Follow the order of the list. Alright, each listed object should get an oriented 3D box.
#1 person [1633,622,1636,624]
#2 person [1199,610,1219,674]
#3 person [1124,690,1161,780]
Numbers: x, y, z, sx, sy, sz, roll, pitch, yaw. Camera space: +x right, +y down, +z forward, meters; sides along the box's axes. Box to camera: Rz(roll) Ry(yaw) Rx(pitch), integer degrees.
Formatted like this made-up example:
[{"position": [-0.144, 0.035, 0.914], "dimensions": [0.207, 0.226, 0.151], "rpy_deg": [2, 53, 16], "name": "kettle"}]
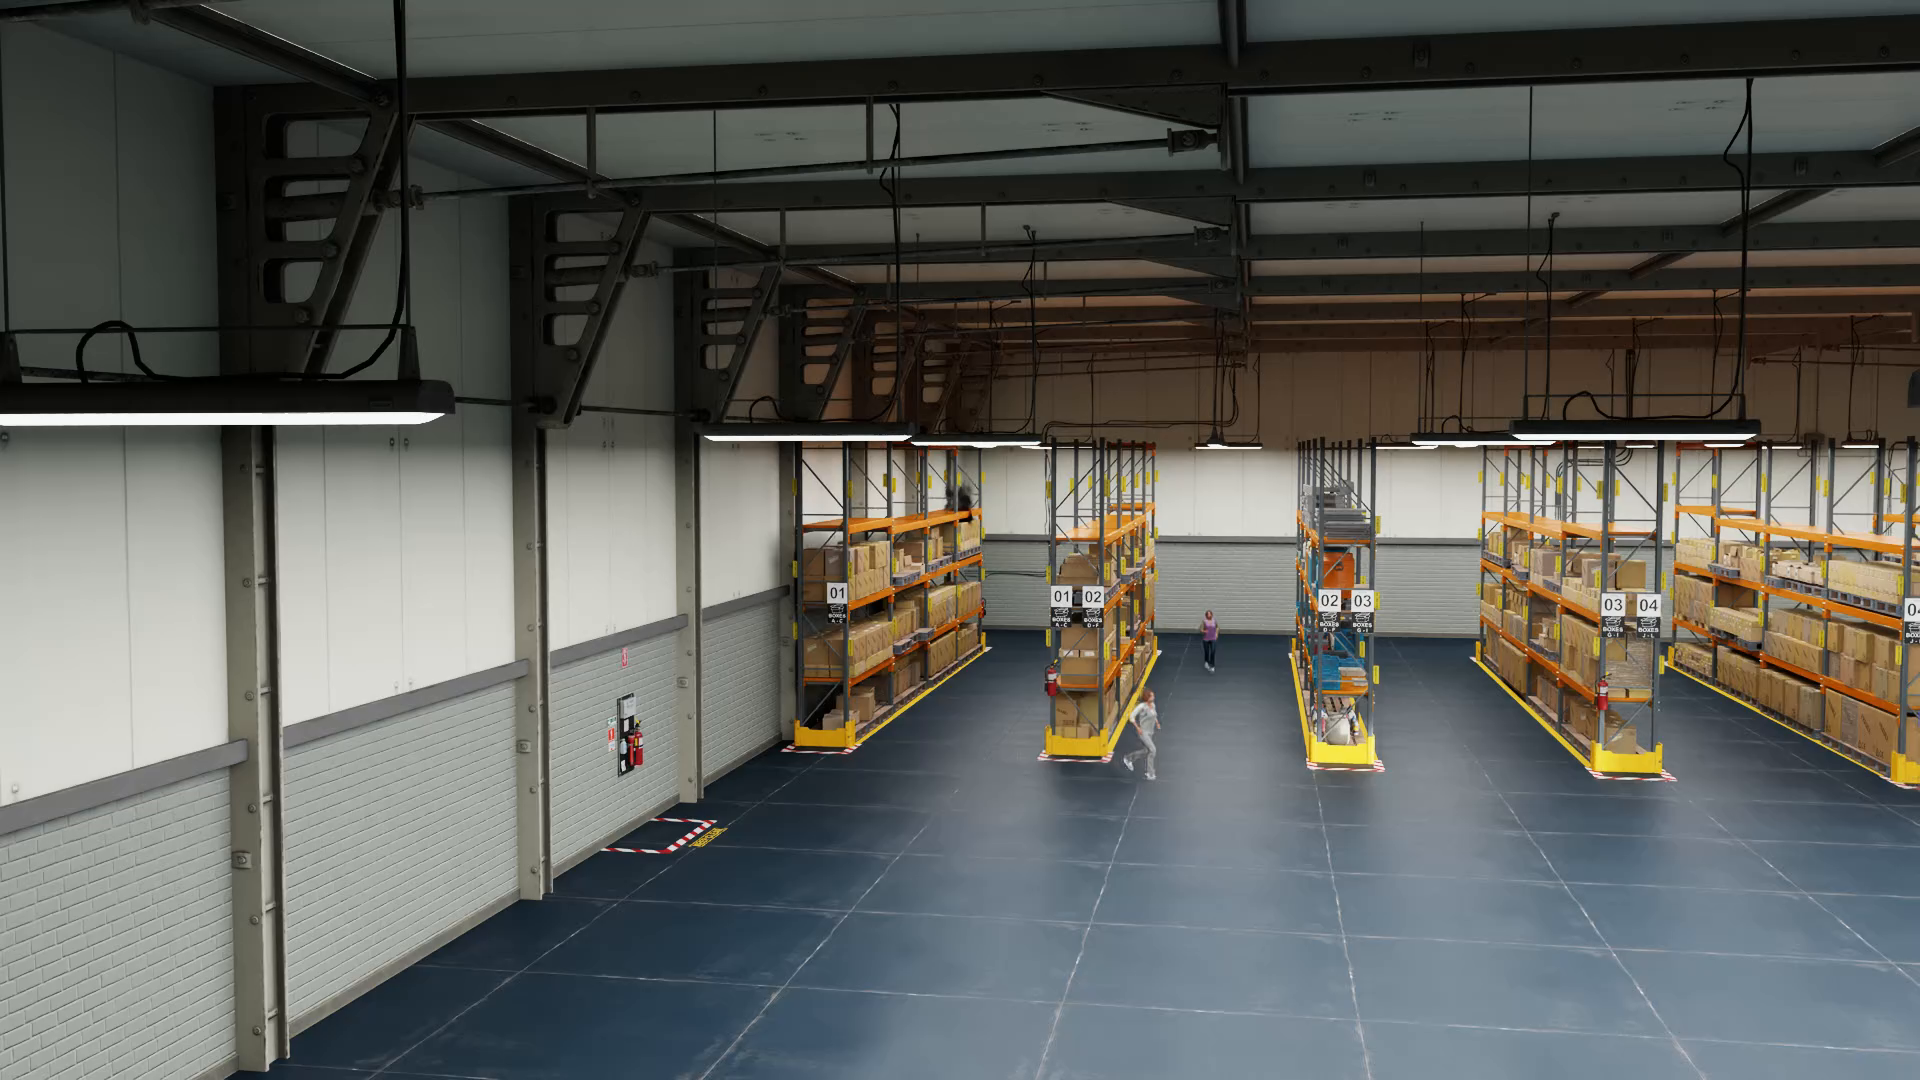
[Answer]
[{"position": [17.998, 2.487, 45.266], "dimensions": [0.953, 1.639, 0.643], "rpy_deg": [-2, 4, -31], "name": "person"}, {"position": [6.486, 2.622, 43.287], "dimensions": [0.534, 1.616, 0.859], "rpy_deg": [0, 3, 2], "name": "person"}, {"position": [3.166, 3.423, 29.199], "dimensions": [0.741, 1.625, 0.554], "rpy_deg": [2, 4, 38], "name": "person"}]
